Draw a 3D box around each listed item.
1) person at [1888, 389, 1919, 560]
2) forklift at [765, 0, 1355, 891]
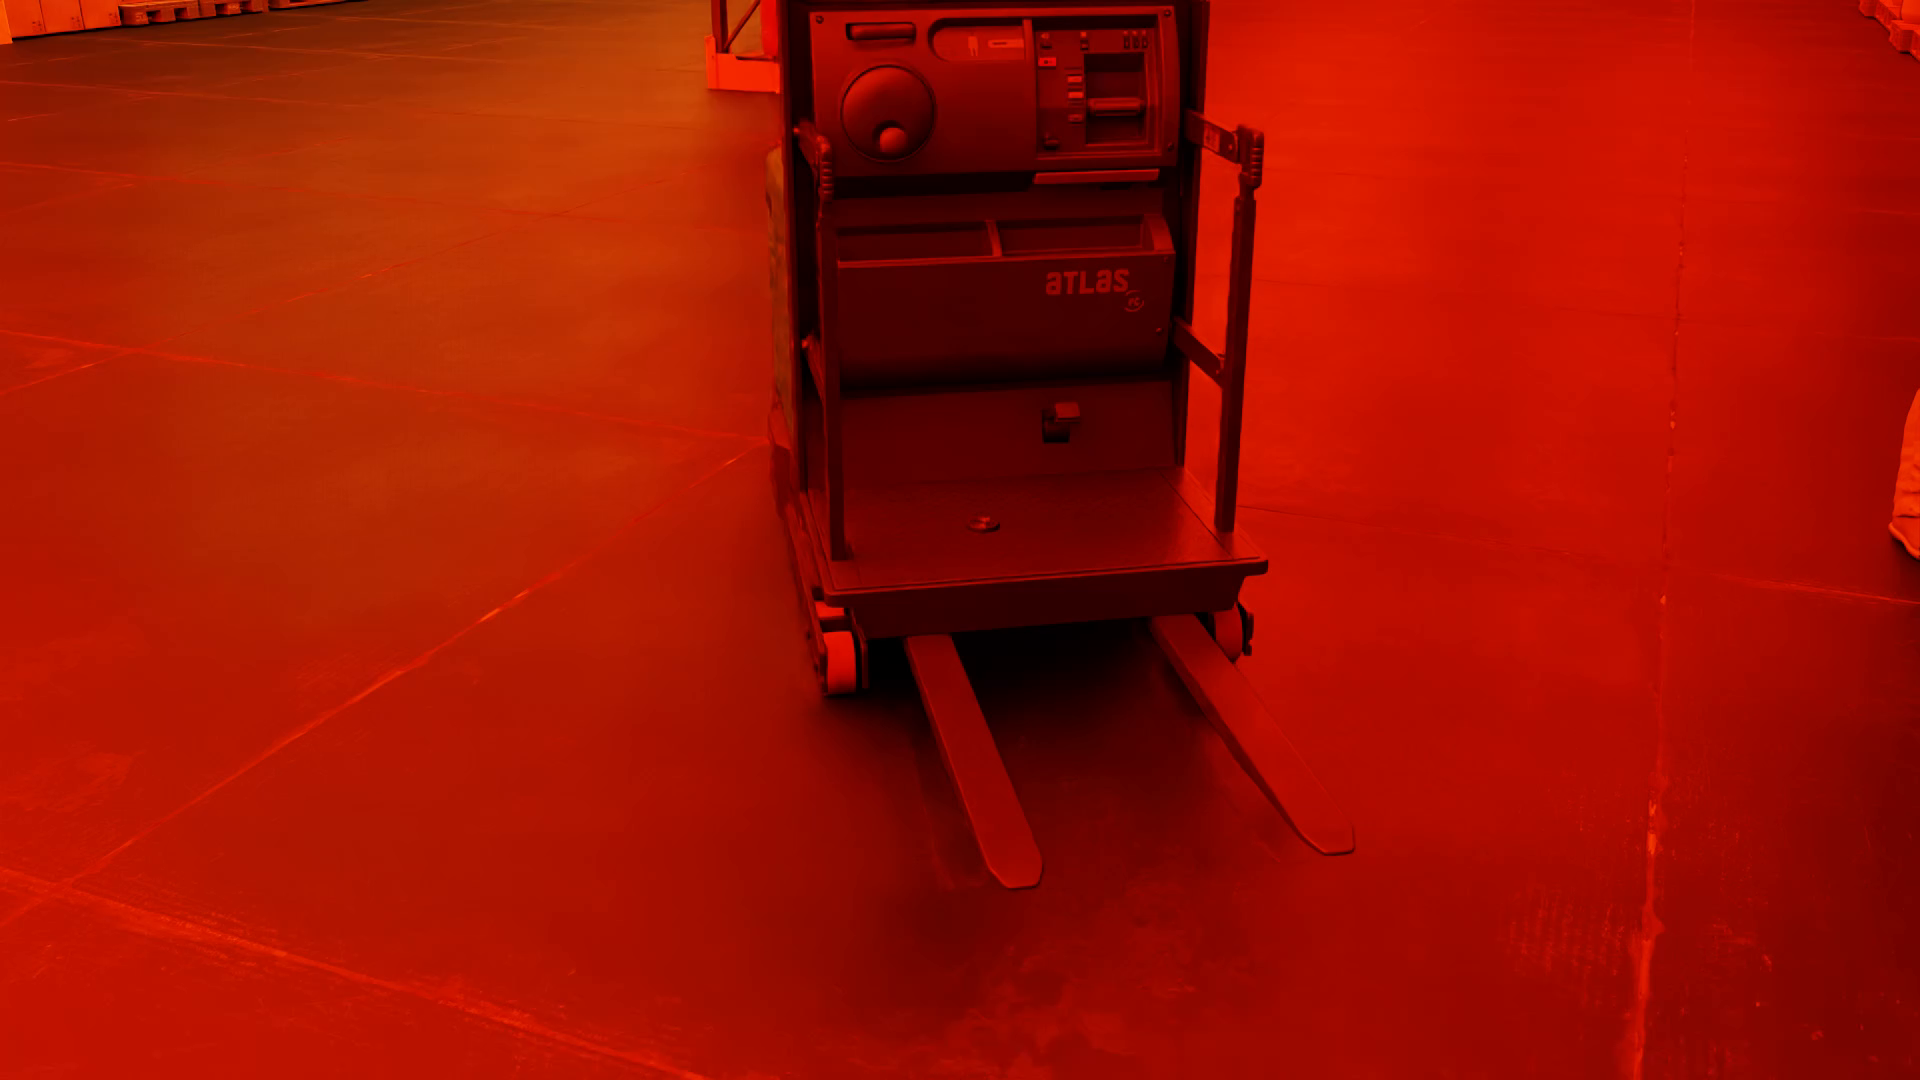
[{"bbox_3d":[3.092,-0.799,4.826,0.595,1.669,0.531,-5,23,-11],"label":"person"},{"bbox_3d":[0.135,-1.114,3.958,1.130,2.935,3.031,-4,23,-10],"label":"forklift"}]
